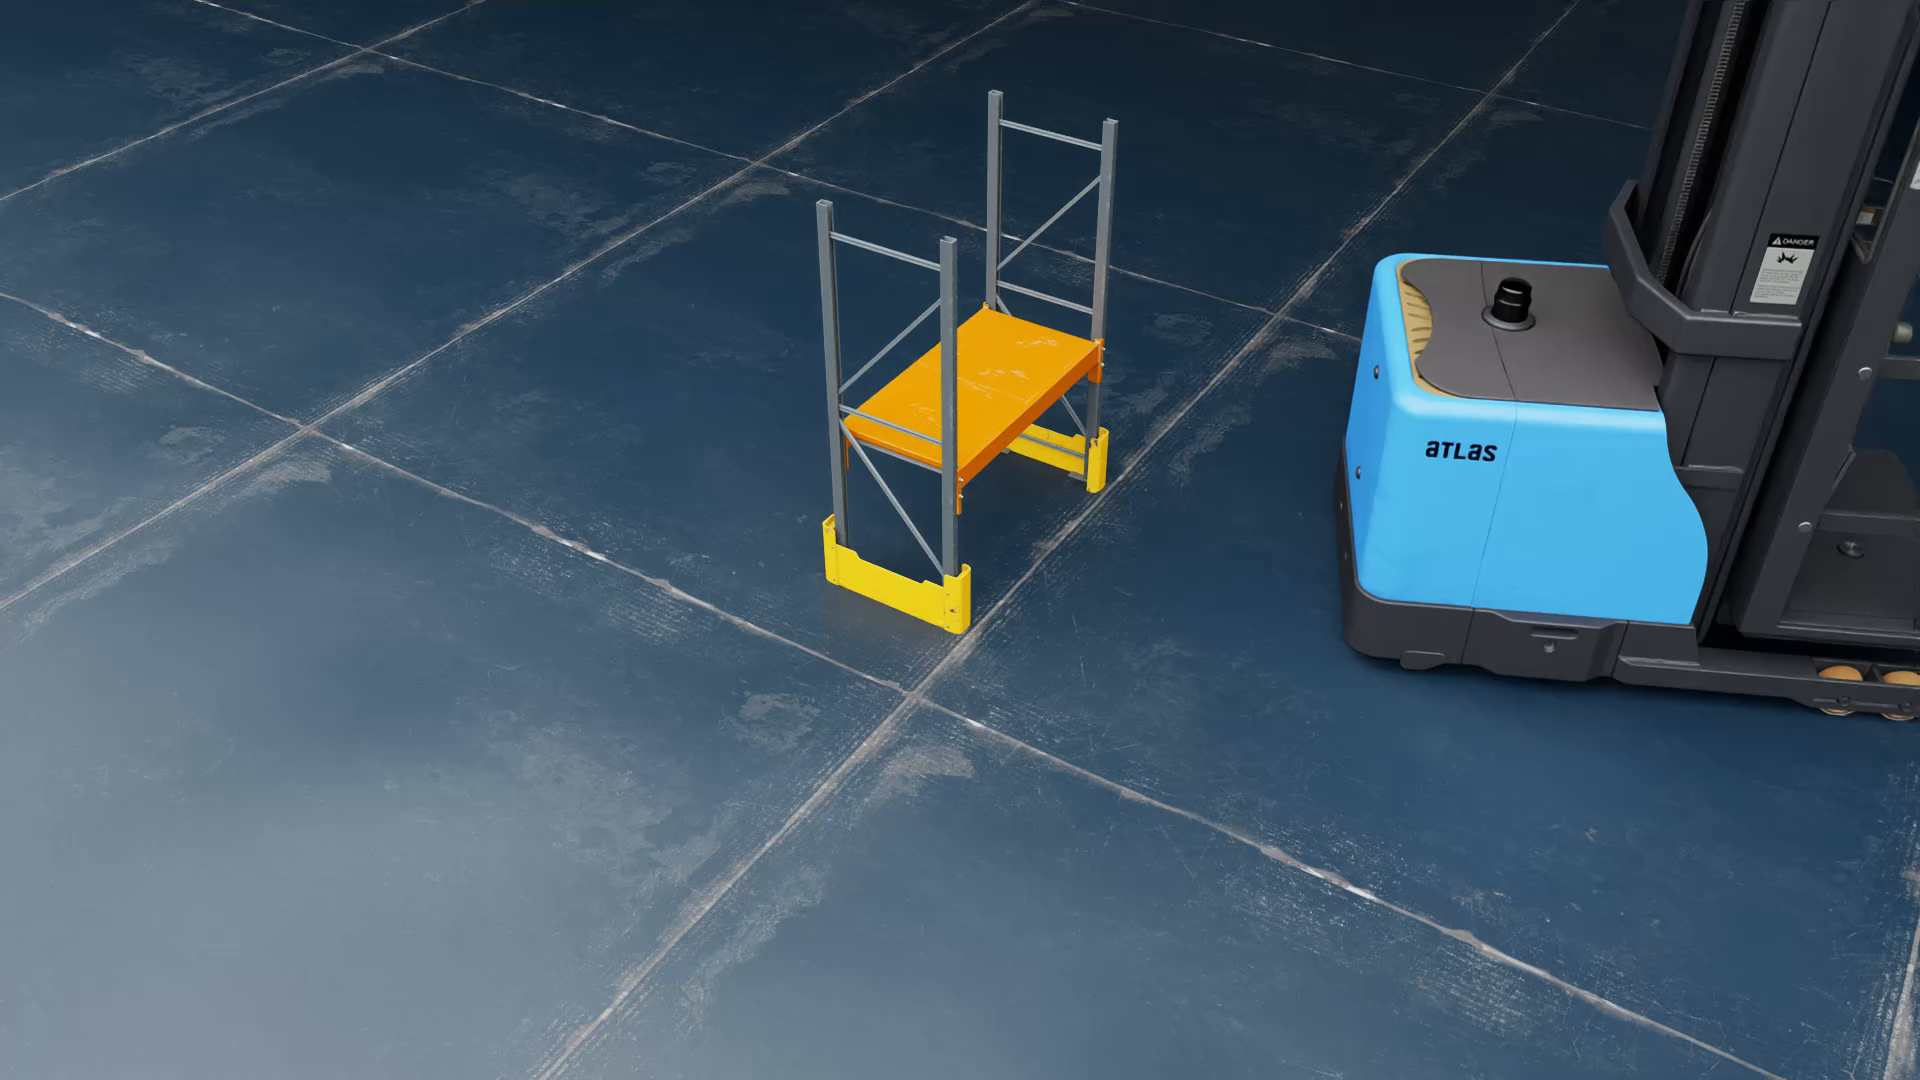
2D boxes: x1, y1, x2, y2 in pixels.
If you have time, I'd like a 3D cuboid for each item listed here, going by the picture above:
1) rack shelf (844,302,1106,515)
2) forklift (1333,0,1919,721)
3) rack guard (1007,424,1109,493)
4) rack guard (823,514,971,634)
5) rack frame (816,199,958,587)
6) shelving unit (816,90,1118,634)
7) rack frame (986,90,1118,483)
[{"bbox_3d":[0.046,-0.496,5.959,0.538,0.185,1.000,21,42,25],"label":"rack shelf"},{"bbox_3d":[2.877,-0.913,5.034,3.031,2.935,1.130,5,38,6],"label":"forklift"},{"bbox_3d":[0.308,-0.395,6.558,0.587,0.250,0.087,21,42,25],"label":"rack guard"},{"bbox_3d":[-0.226,0.118,5.892,0.587,0.250,0.087,21,42,25],"label":"rack guard"},{"bbox_3d":[-0.227,-0.376,5.509,0.500,1.500,0.032,21,42,25],"label":"rack frame"},{"bbox_3d":[0.041,-0.633,5.843,0.587,1.500,1.083,21,42,25],"label":"shelving unit"},{"bbox_3d":[0.318,-0.900,6.189,0.500,1.500,0.032,21,42,25],"label":"rack frame"}]
